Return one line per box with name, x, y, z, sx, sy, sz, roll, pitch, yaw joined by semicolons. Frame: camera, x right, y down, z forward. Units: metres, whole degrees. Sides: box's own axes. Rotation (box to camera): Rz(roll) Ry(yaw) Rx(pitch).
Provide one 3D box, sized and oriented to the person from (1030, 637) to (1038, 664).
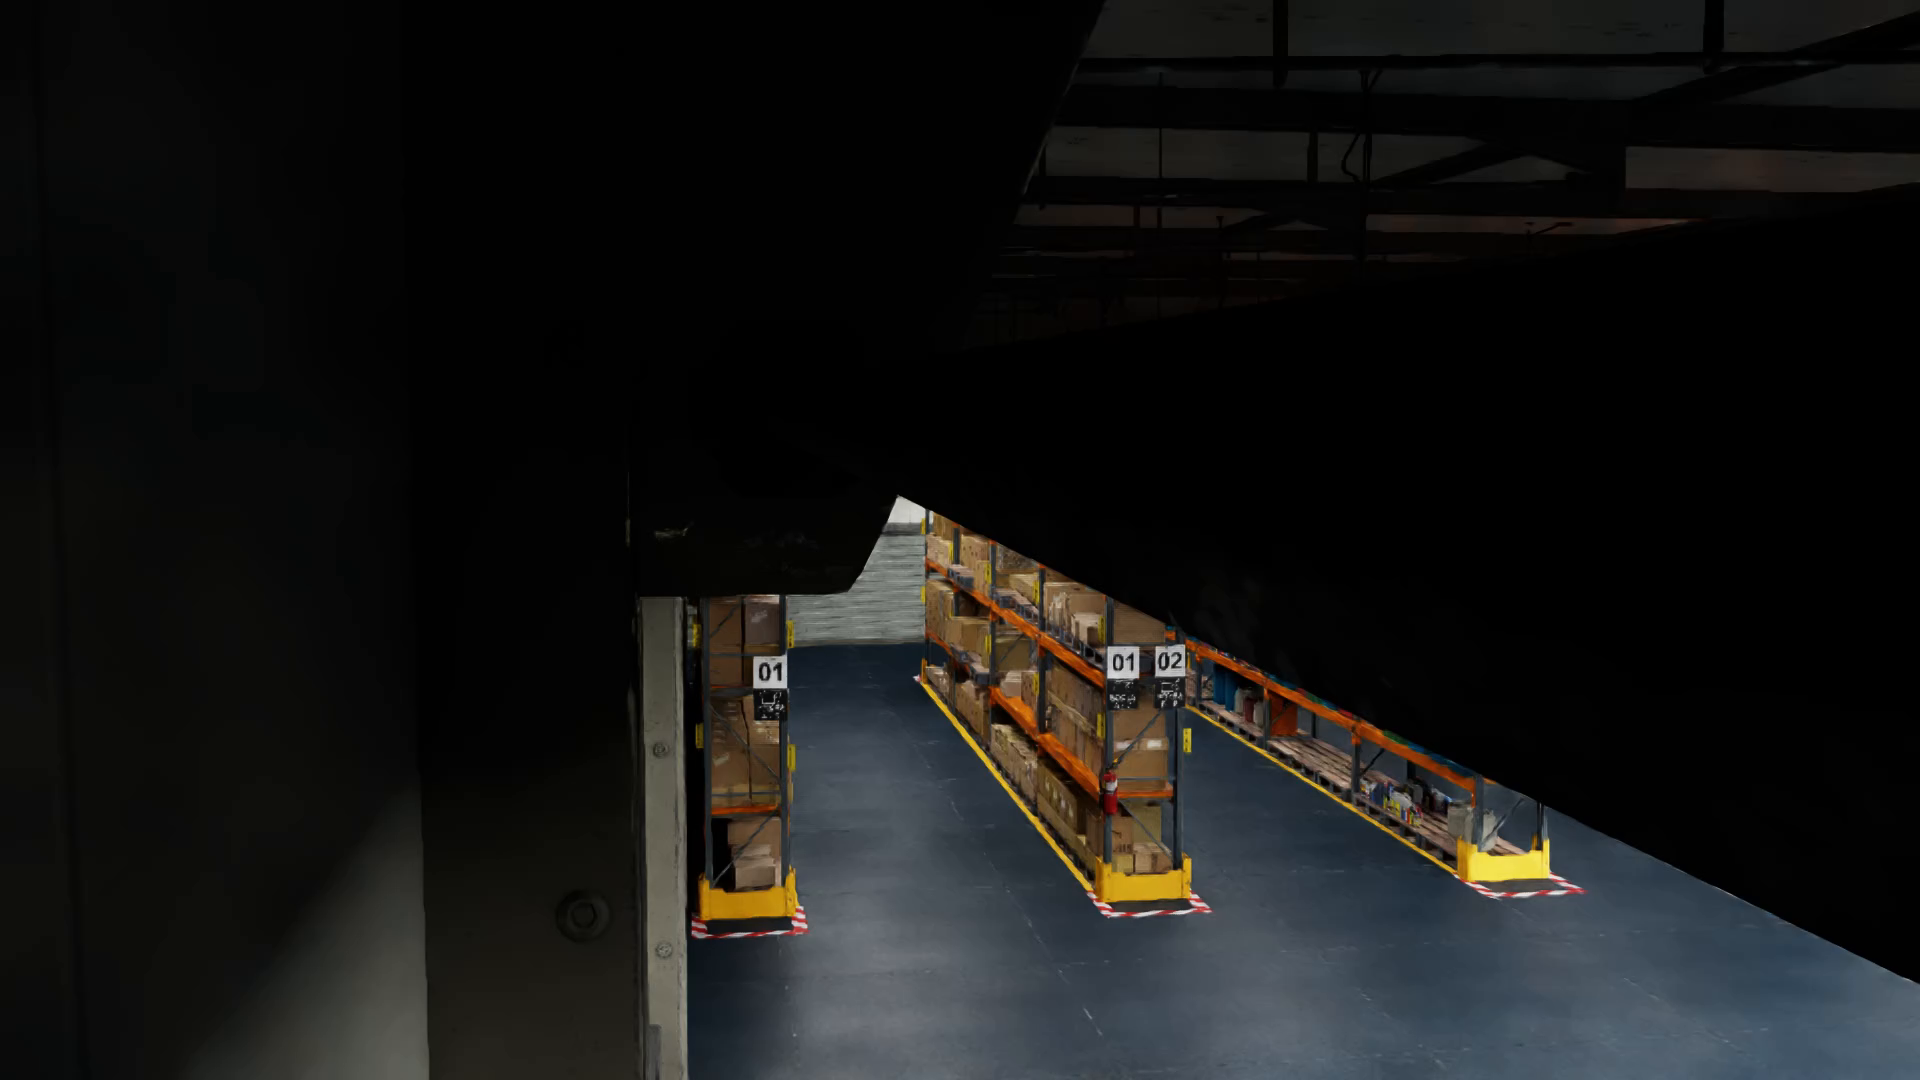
person;1.749;2.148;37.384;0.432;1.769;0.643;1;5;13
